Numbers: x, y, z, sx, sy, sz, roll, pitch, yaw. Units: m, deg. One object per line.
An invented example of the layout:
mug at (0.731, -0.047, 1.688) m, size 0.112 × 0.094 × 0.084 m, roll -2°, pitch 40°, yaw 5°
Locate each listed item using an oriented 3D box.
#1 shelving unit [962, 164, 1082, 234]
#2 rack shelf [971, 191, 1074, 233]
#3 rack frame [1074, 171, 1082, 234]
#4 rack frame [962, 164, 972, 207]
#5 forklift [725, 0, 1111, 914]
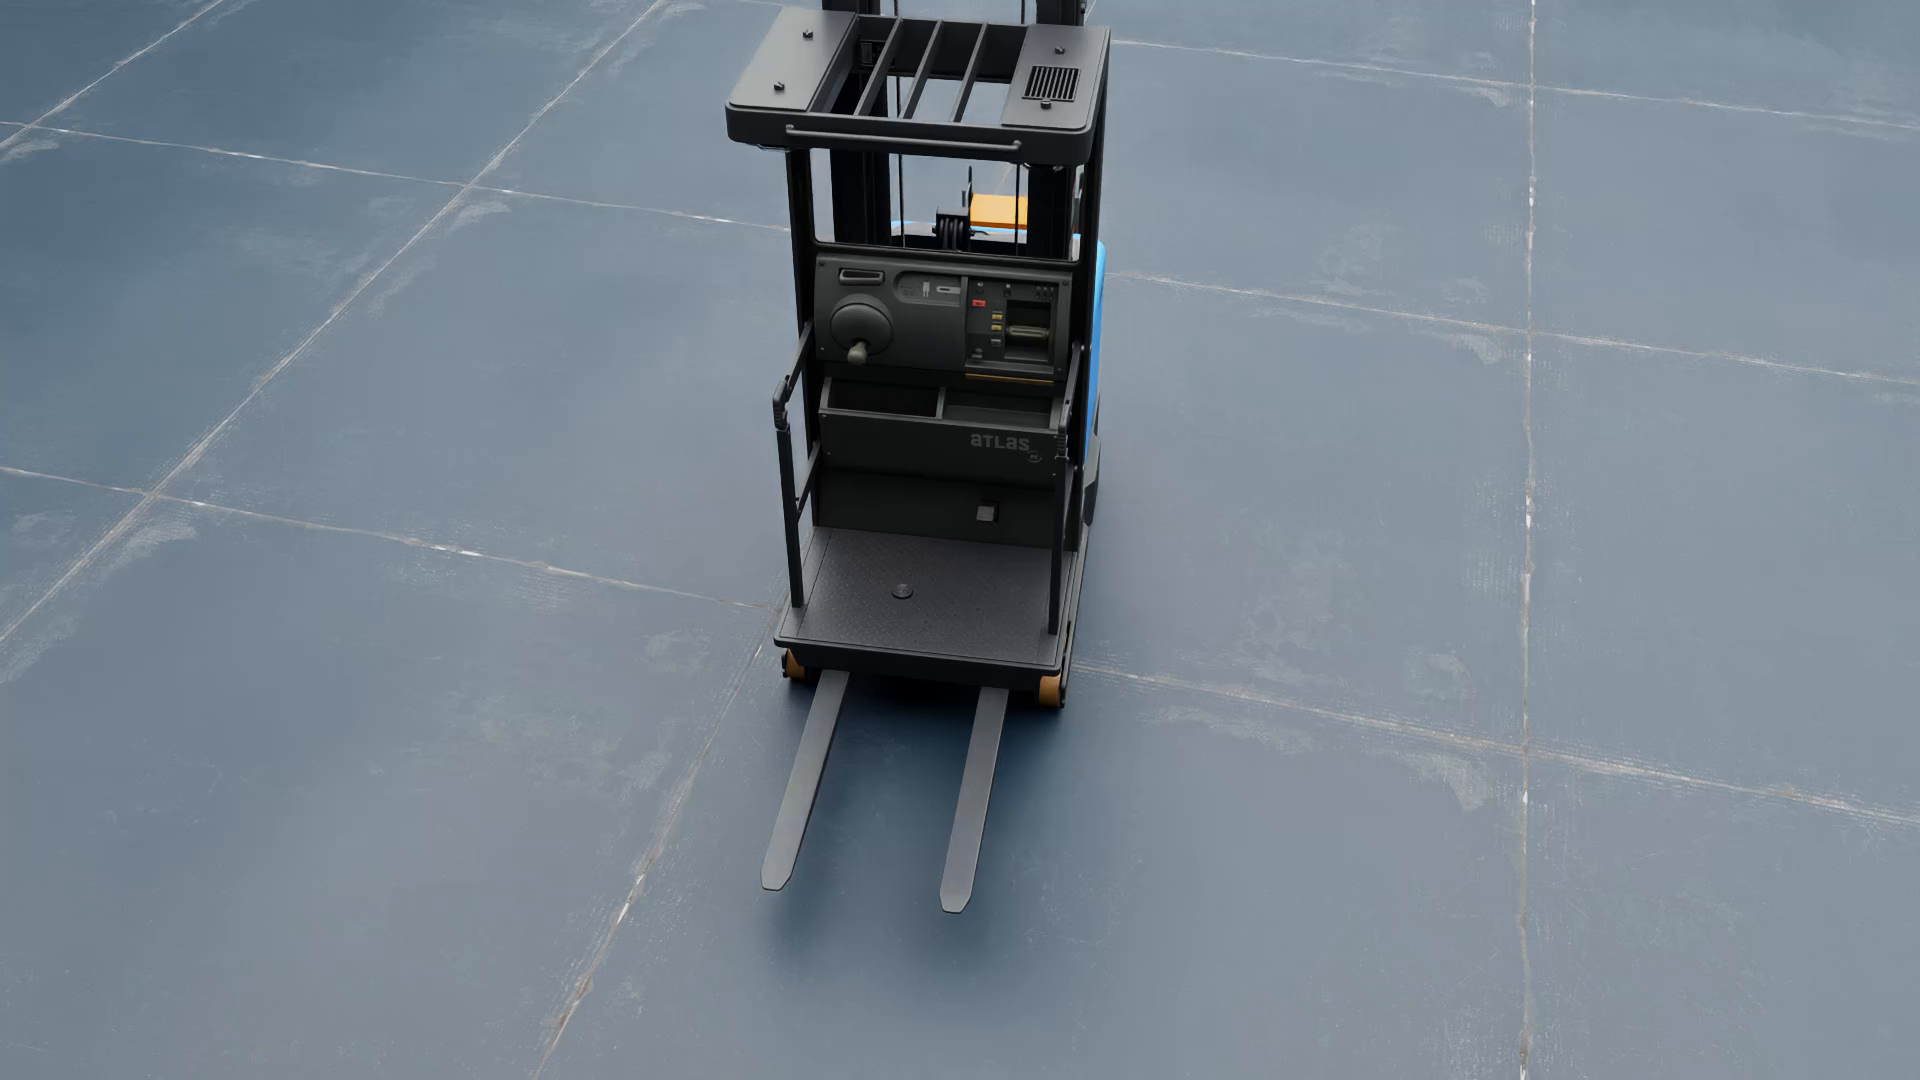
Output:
shelving unit at (0.274, -1.108, 7.636) m, size 0.503 × 1.200 × 0.258 m, roll 5°, pitch 40°, yaw 6°
rack shelf at (0.274, -1.408, 7.383) m, size 0.480 × 0.148 × 0.258 m, roll 5°, pitch 40°, yaw 6°
rack frame at (0.516, -1.087, 7.612) m, size 0.015 × 1.200 × 0.240 m, roll 5°, pitch 40°, yaw 6°
rack frame at (0.032, -1.128, 7.660) m, size 0.015 × 1.200 × 0.240 m, roll 5°, pitch 40°, yaw 6°
forklift at (-0.096, -0.723, 5.832) m, size 1.130 × 2.935 × 3.031 m, roll 6°, pitch 40°, yaw 7°
